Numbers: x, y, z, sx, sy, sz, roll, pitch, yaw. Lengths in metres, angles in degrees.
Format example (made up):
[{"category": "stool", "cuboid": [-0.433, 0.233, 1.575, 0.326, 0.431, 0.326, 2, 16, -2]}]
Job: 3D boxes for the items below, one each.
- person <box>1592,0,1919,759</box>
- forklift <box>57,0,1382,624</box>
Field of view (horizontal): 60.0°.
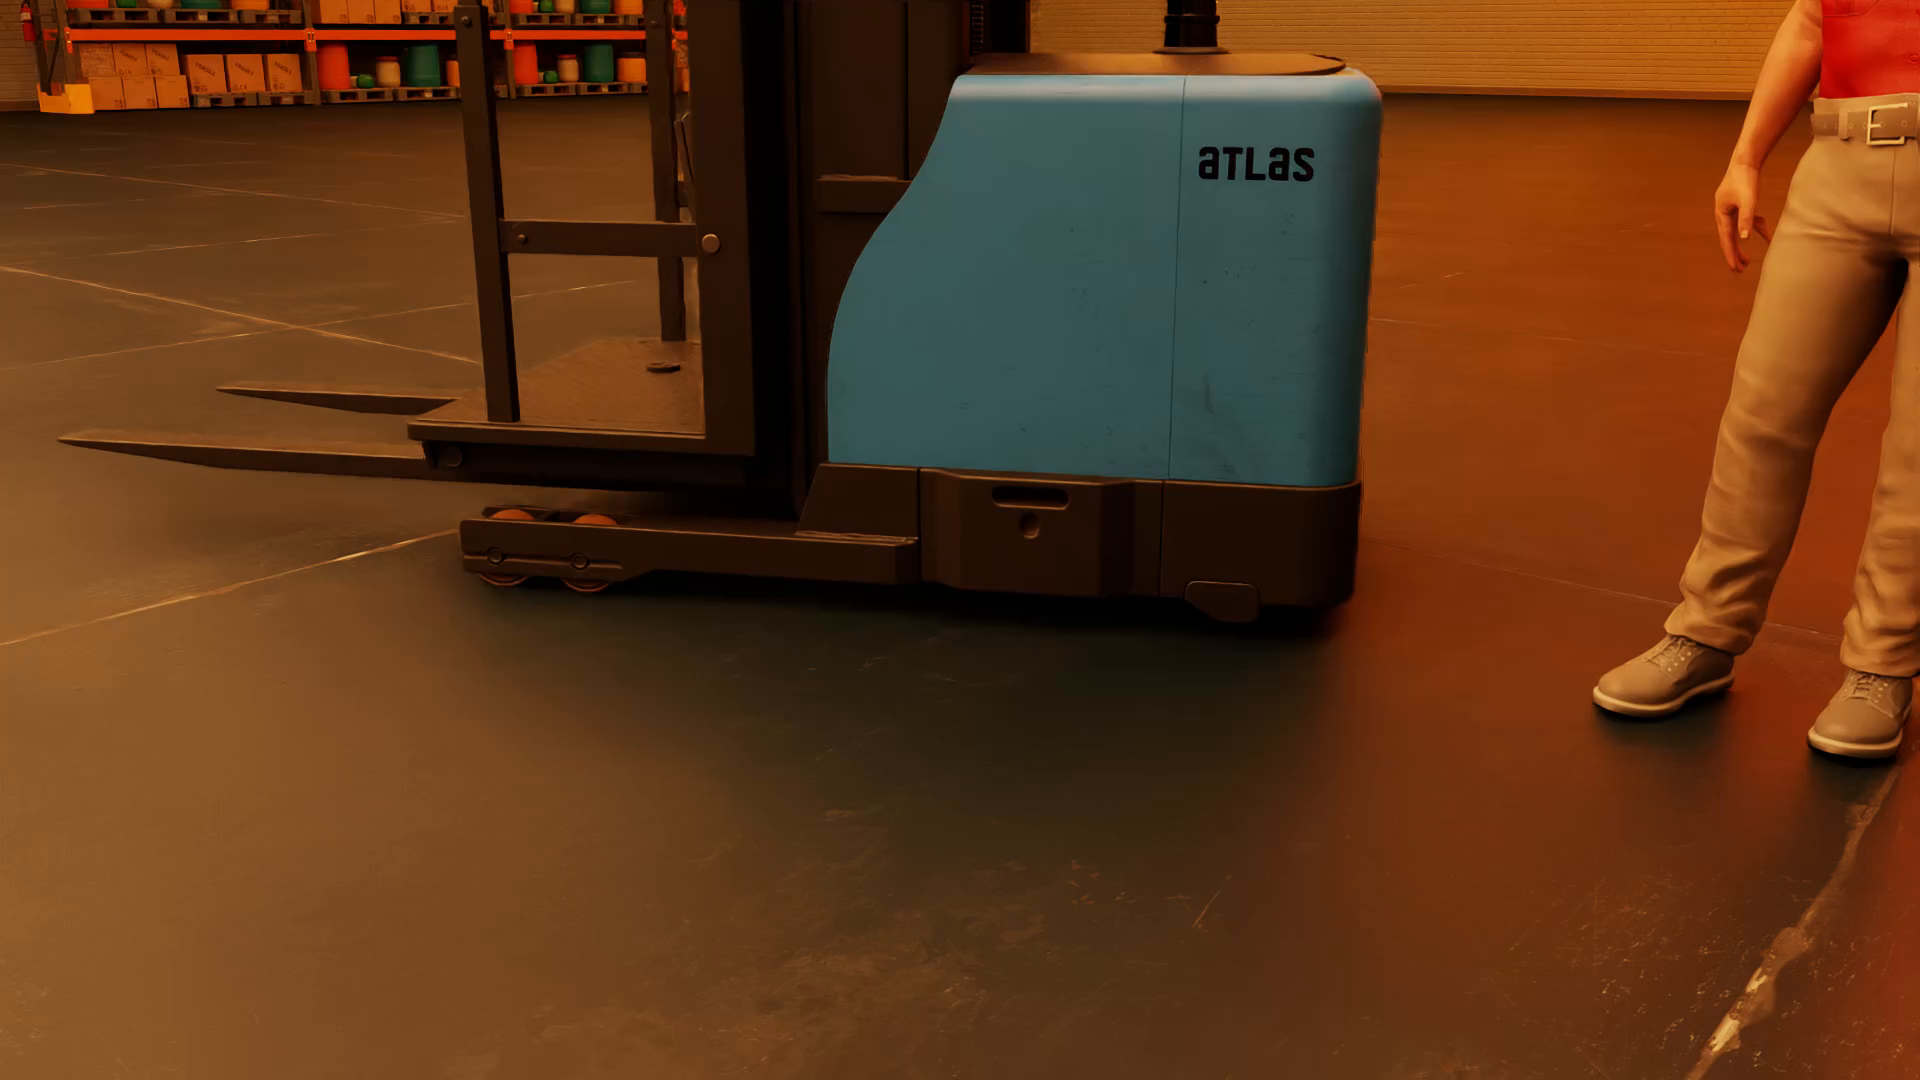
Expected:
[{"category": "person", "cuboid": [1.500, -0.514, 2.643, 0.528, 1.730, 0.640, -15, 22, -41]}, {"category": "forklift", "cuboid": [-0.608, -1.435, 3.622, 3.031, 2.935, 1.130, 3, 17, 11]}]
